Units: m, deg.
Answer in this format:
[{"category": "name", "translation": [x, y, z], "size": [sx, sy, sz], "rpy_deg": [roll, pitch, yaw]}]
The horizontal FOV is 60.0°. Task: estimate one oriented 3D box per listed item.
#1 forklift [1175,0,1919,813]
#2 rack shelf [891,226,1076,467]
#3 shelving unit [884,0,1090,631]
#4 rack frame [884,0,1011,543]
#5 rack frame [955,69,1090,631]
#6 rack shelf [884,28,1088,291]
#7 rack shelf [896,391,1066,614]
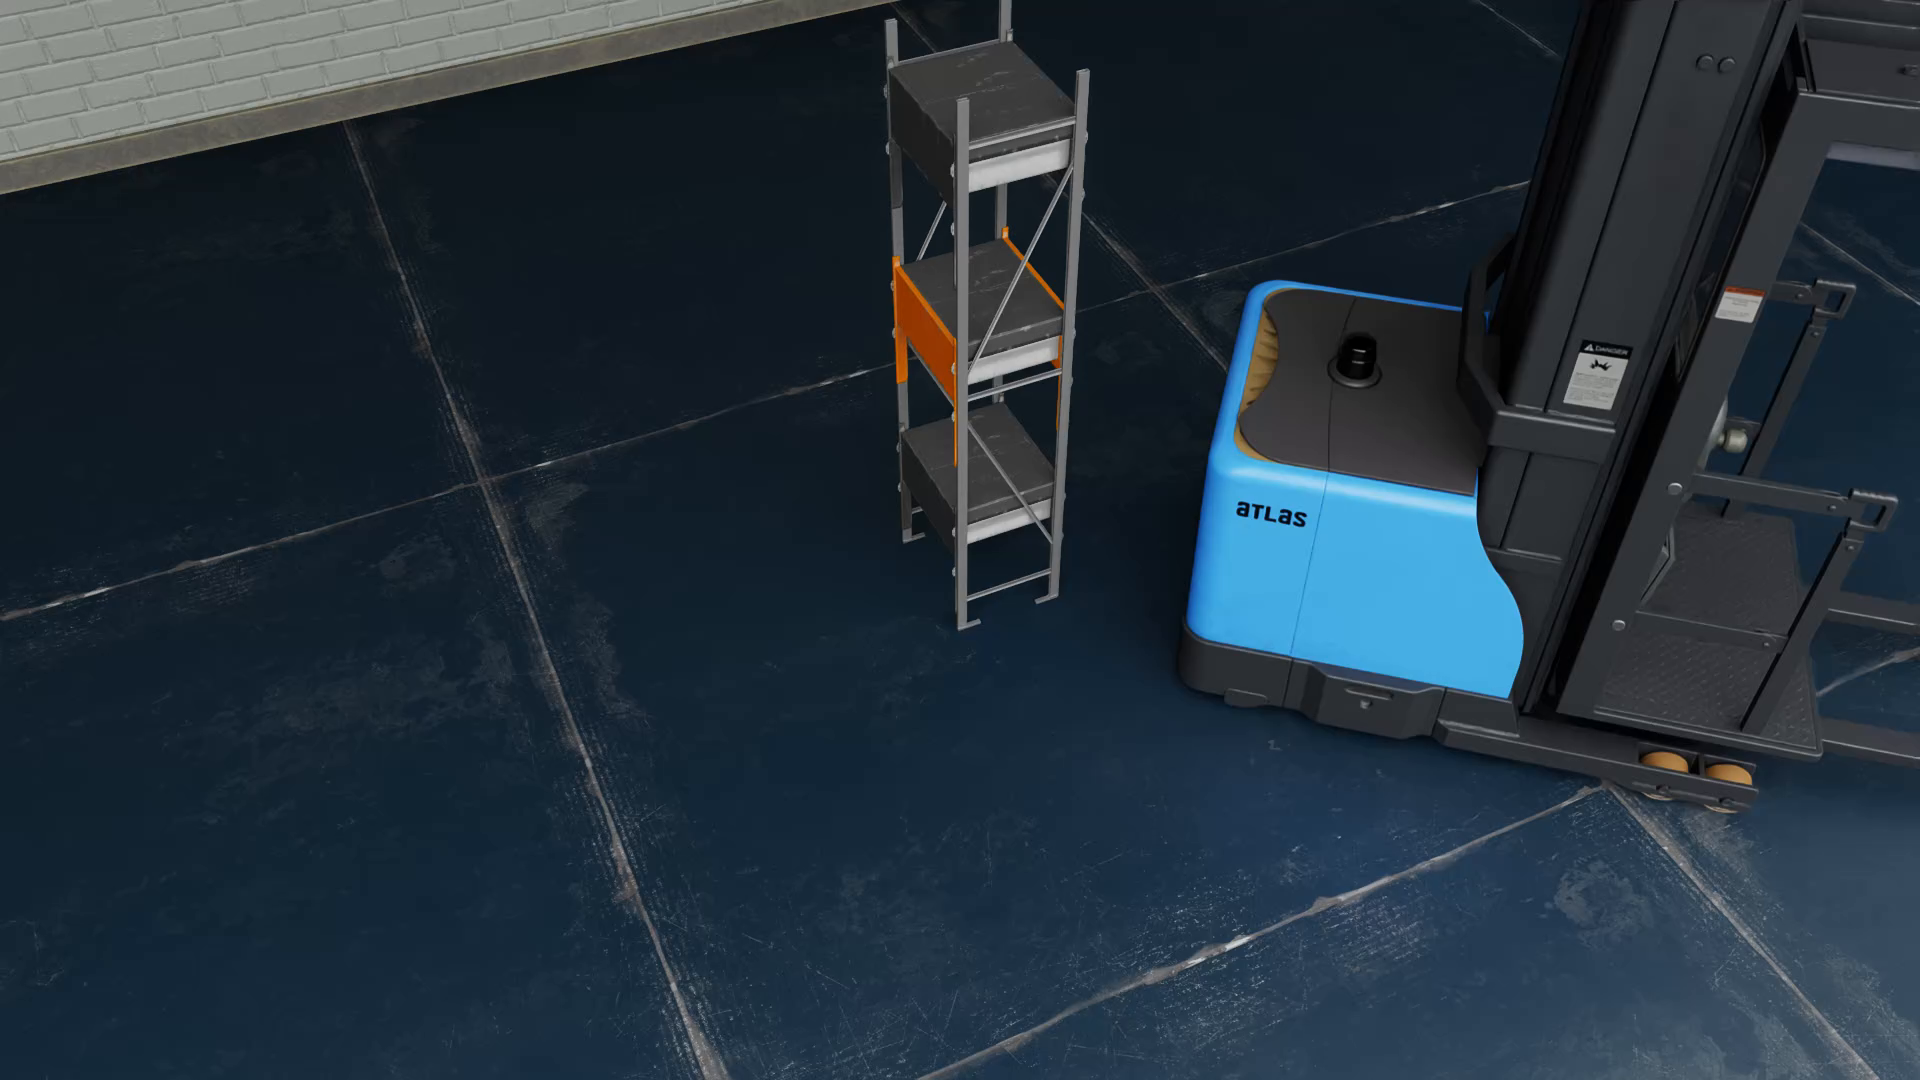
[{"category": "forklift", "translation": [2.314, -0.581, 4.752], "size": [3.031, 2.935, 1.130], "rpy_deg": [11, 46, 11]}, {"category": "rack shelf", "translation": [0.070, -0.632, 5.415], "size": [0.431, 0.518, 0.480], "rpy_deg": [-18, 47, -17]}, {"category": "shelving unit", "translation": [0.070, -0.642, 5.406], "size": [0.431, 2.100, 0.503], "rpy_deg": [-18, 47, -17]}, {"category": "rack frame", "translation": [-0.033, -0.797, 5.563], "size": [0.400, 2.100, 0.015], "rpy_deg": [-18, 47, -17]}, {"category": "rack frame", "translation": [0.172, -0.486, 5.248], "size": [0.400, 2.100, 0.015], "rpy_deg": [-18, 47, -17]}, {"category": "rack shelf", "translation": [0.070, -1.130, 4.924], "size": [0.431, 0.518, 0.480], "rpy_deg": [-18, 47, -17]}, {"category": "rack shelf", "translation": [0.070, -0.134, 5.907], "size": [0.431, 0.518, 0.480], "rpy_deg": [-18, 47, -17]}]
